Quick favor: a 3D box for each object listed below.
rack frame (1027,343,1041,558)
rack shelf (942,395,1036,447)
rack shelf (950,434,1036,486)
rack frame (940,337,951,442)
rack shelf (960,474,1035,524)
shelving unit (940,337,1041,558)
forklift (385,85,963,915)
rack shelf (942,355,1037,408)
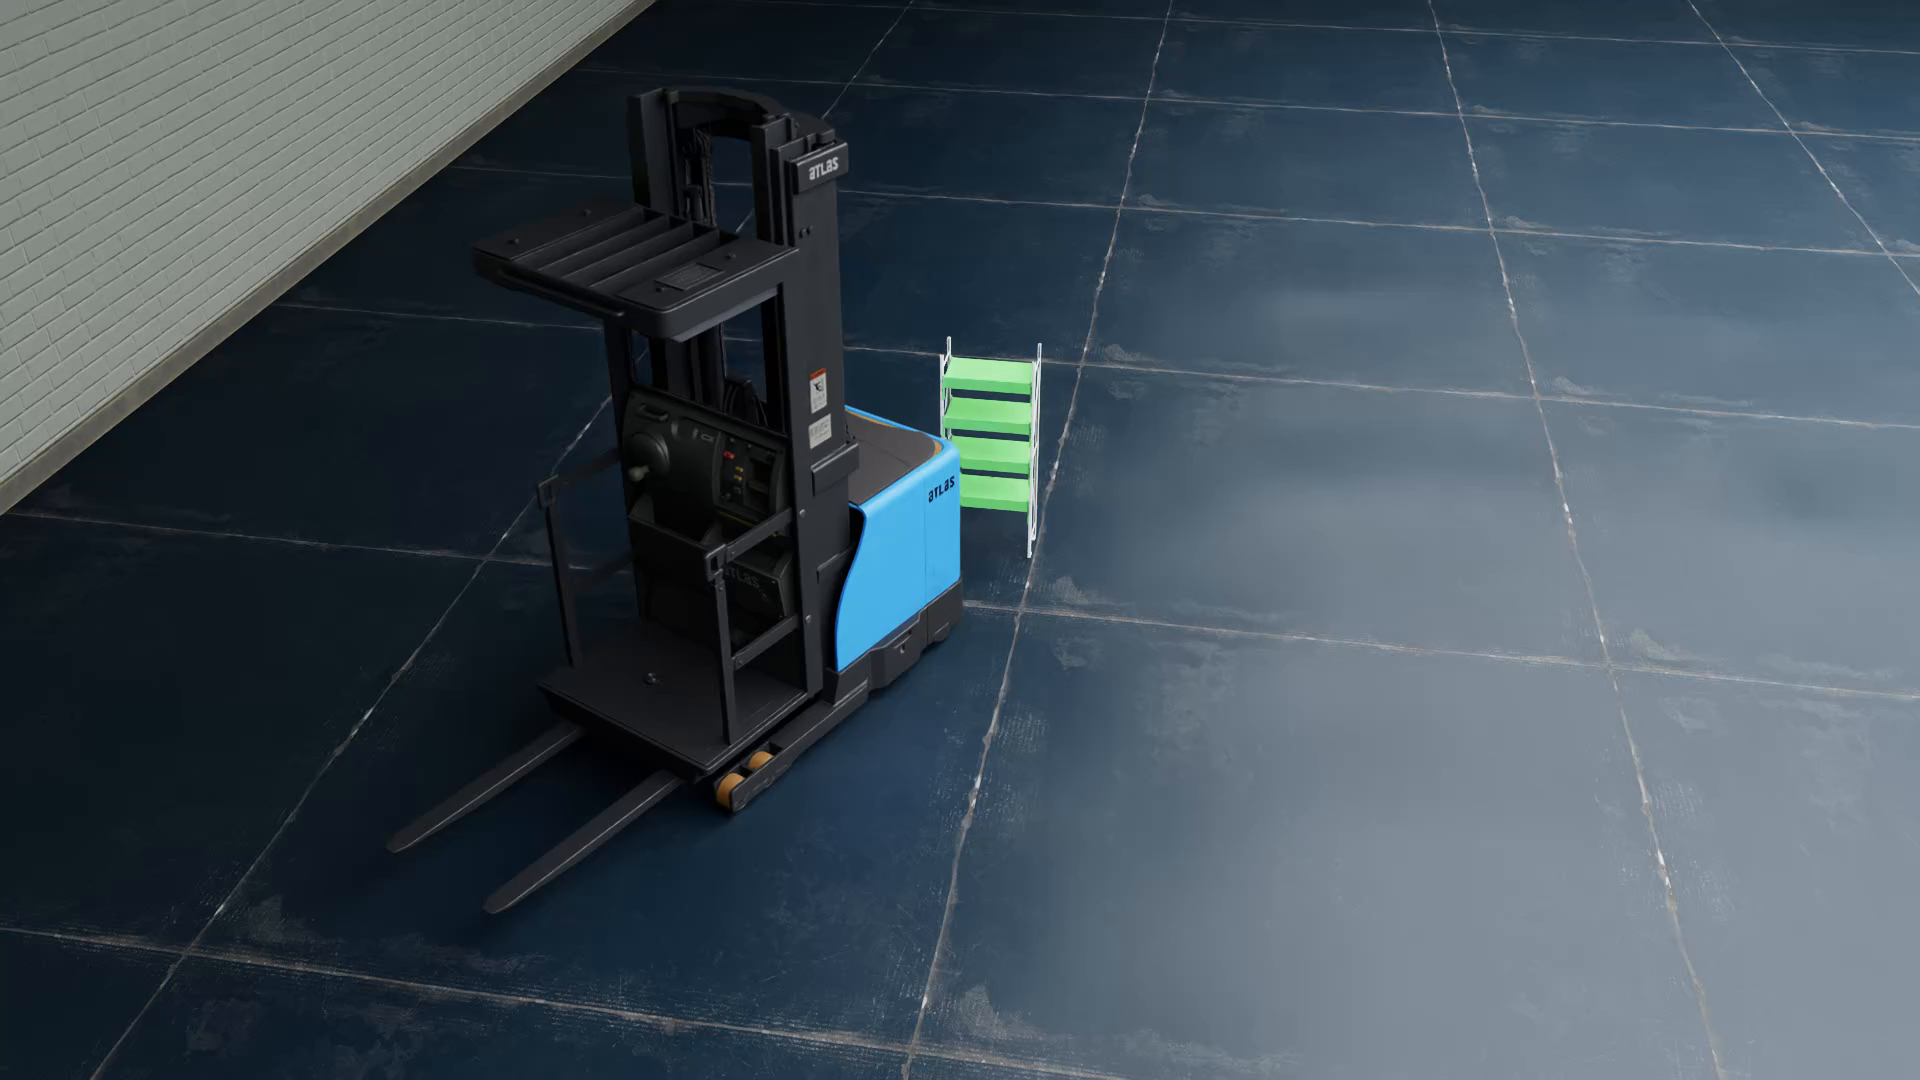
[{"bbox_3d":[0.404,-0.472,9.047,0.015,1.200,0.240,5,32,8],"label":"rack frame"},{"bbox_3d":[0.163,-0.643,8.988,0.480,0.148,0.258,5,32,8],"label":"rack shelf"},{"bbox_3d":[0.163,-0.440,9.116,0.480,0.148,0.258,5,32,8],"label":"rack shelf"},{"bbox_3d":[-0.077,-0.516,9.117,0.015,1.200,0.240,5,32,8],"label":"rack frame"},{"bbox_3d":[0.163,-0.236,9.243,0.480,0.148,0.258,5,32,8],"label":"rack shelf"},{"bbox_3d":[0.163,-0.494,9.082,0.503,1.200,0.258,5,32,8],"label":"shelving unit"},{"bbox_3d":[-1.253,-0.317,7.169,1.130,2.935,3.031,21,38,30],"label":"forklift"},{"bbox_3d":[0.163,-0.847,8.861,0.480,0.148,0.258,5,32,8],"label":"rack shelf"}]
